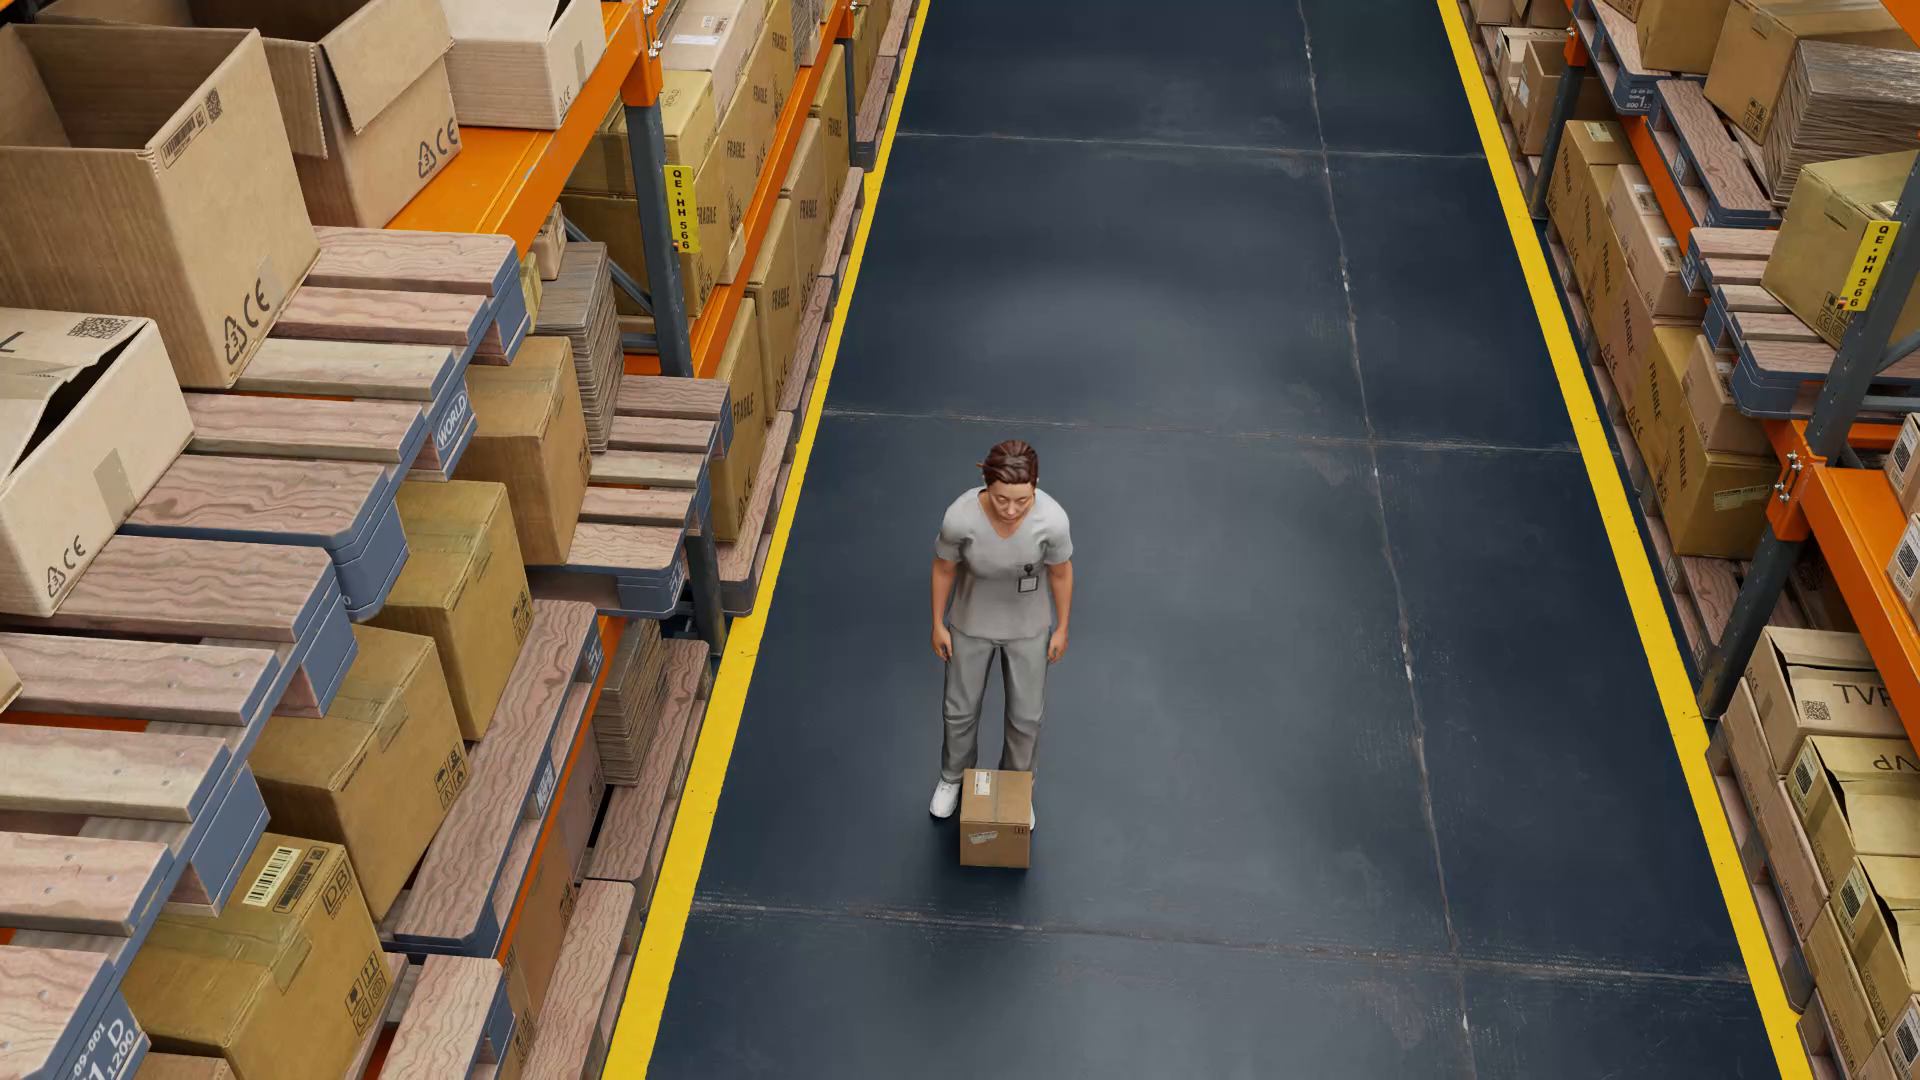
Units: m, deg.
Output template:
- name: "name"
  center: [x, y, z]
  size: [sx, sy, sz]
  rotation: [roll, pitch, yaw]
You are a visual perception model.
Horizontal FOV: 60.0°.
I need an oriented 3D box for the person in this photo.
- name: "person"
  center: [0.138, 0.328, 5.770]
  size: [0.495, 1.672, 0.415]
  rotation: [1, 40, 1]
